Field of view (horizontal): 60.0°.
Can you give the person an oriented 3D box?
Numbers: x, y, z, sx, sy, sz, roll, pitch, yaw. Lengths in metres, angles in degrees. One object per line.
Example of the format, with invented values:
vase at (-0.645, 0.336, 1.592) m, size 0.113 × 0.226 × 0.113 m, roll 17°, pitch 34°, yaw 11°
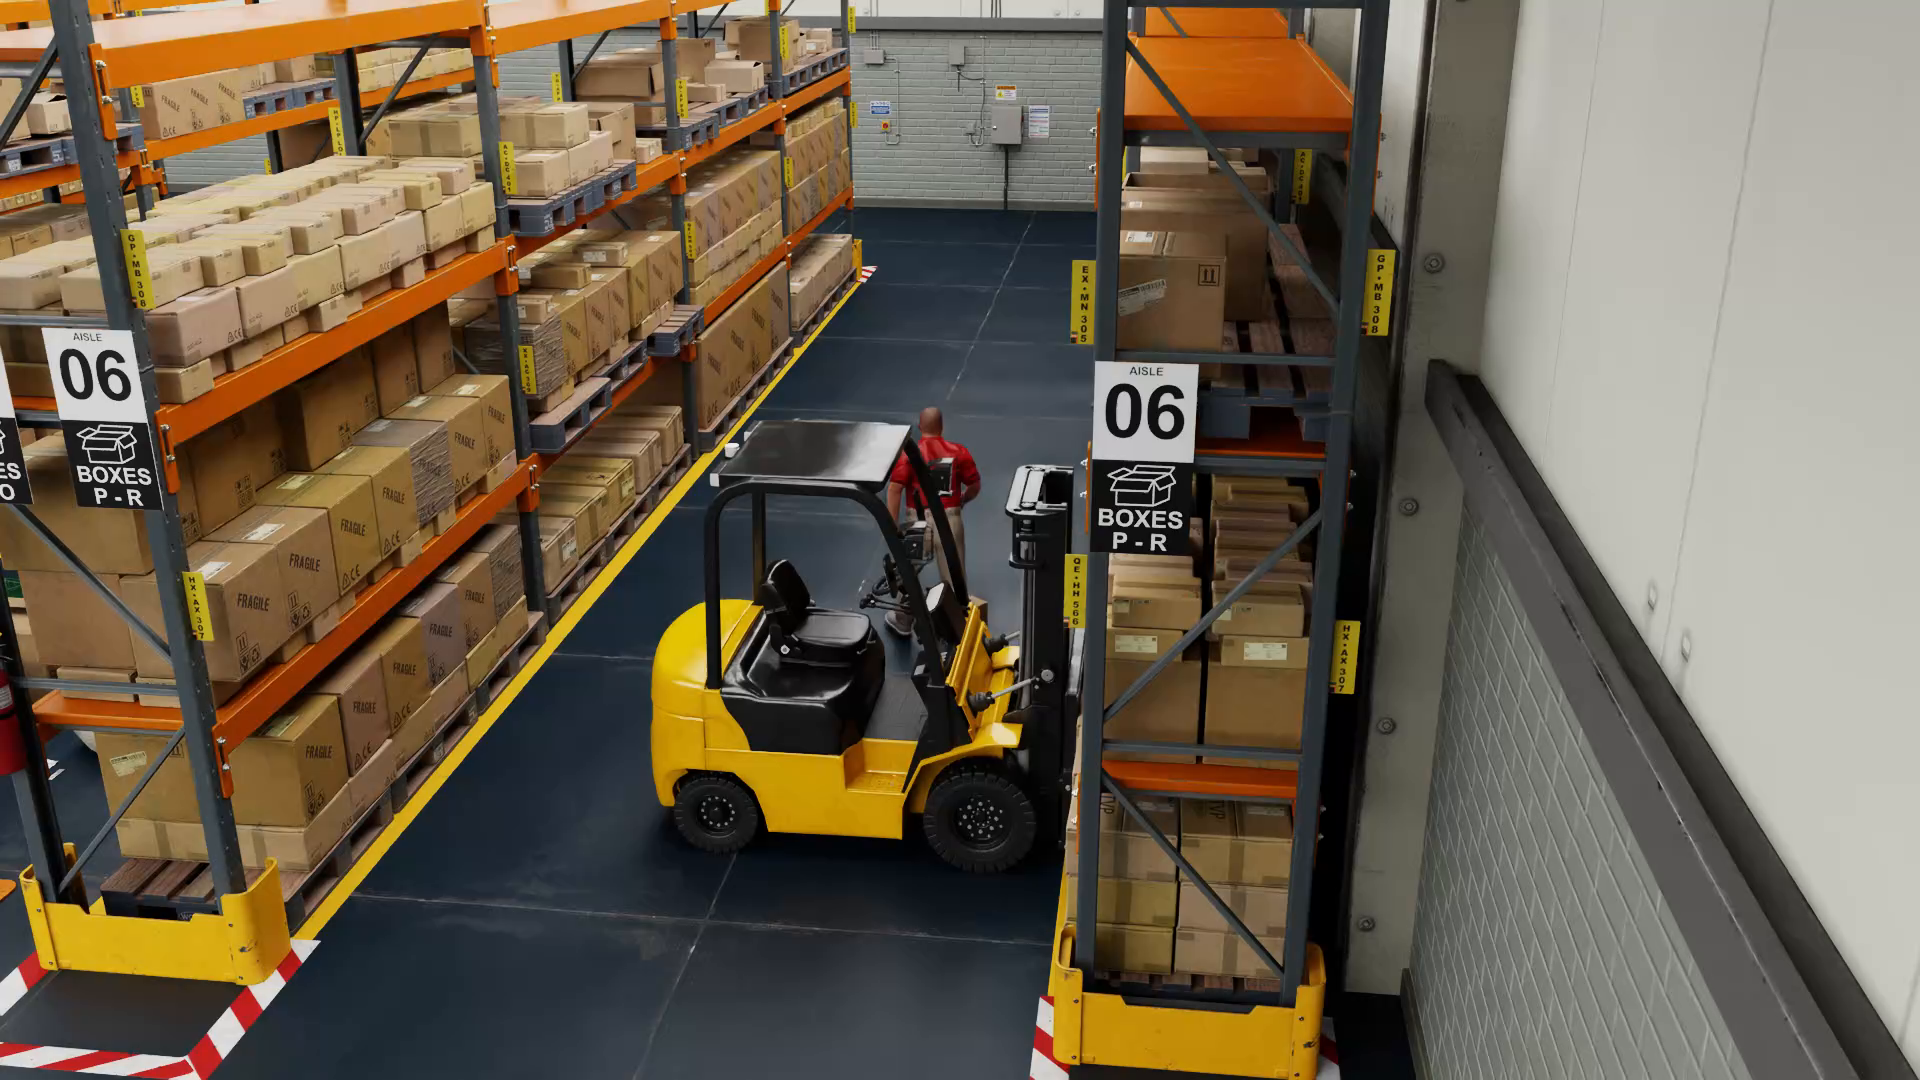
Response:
person at (-0.194, -0.061, 11.296) m, size 0.680 × 1.660 × 0.861 m, roll 0°, pitch 21°, yaw -1°
